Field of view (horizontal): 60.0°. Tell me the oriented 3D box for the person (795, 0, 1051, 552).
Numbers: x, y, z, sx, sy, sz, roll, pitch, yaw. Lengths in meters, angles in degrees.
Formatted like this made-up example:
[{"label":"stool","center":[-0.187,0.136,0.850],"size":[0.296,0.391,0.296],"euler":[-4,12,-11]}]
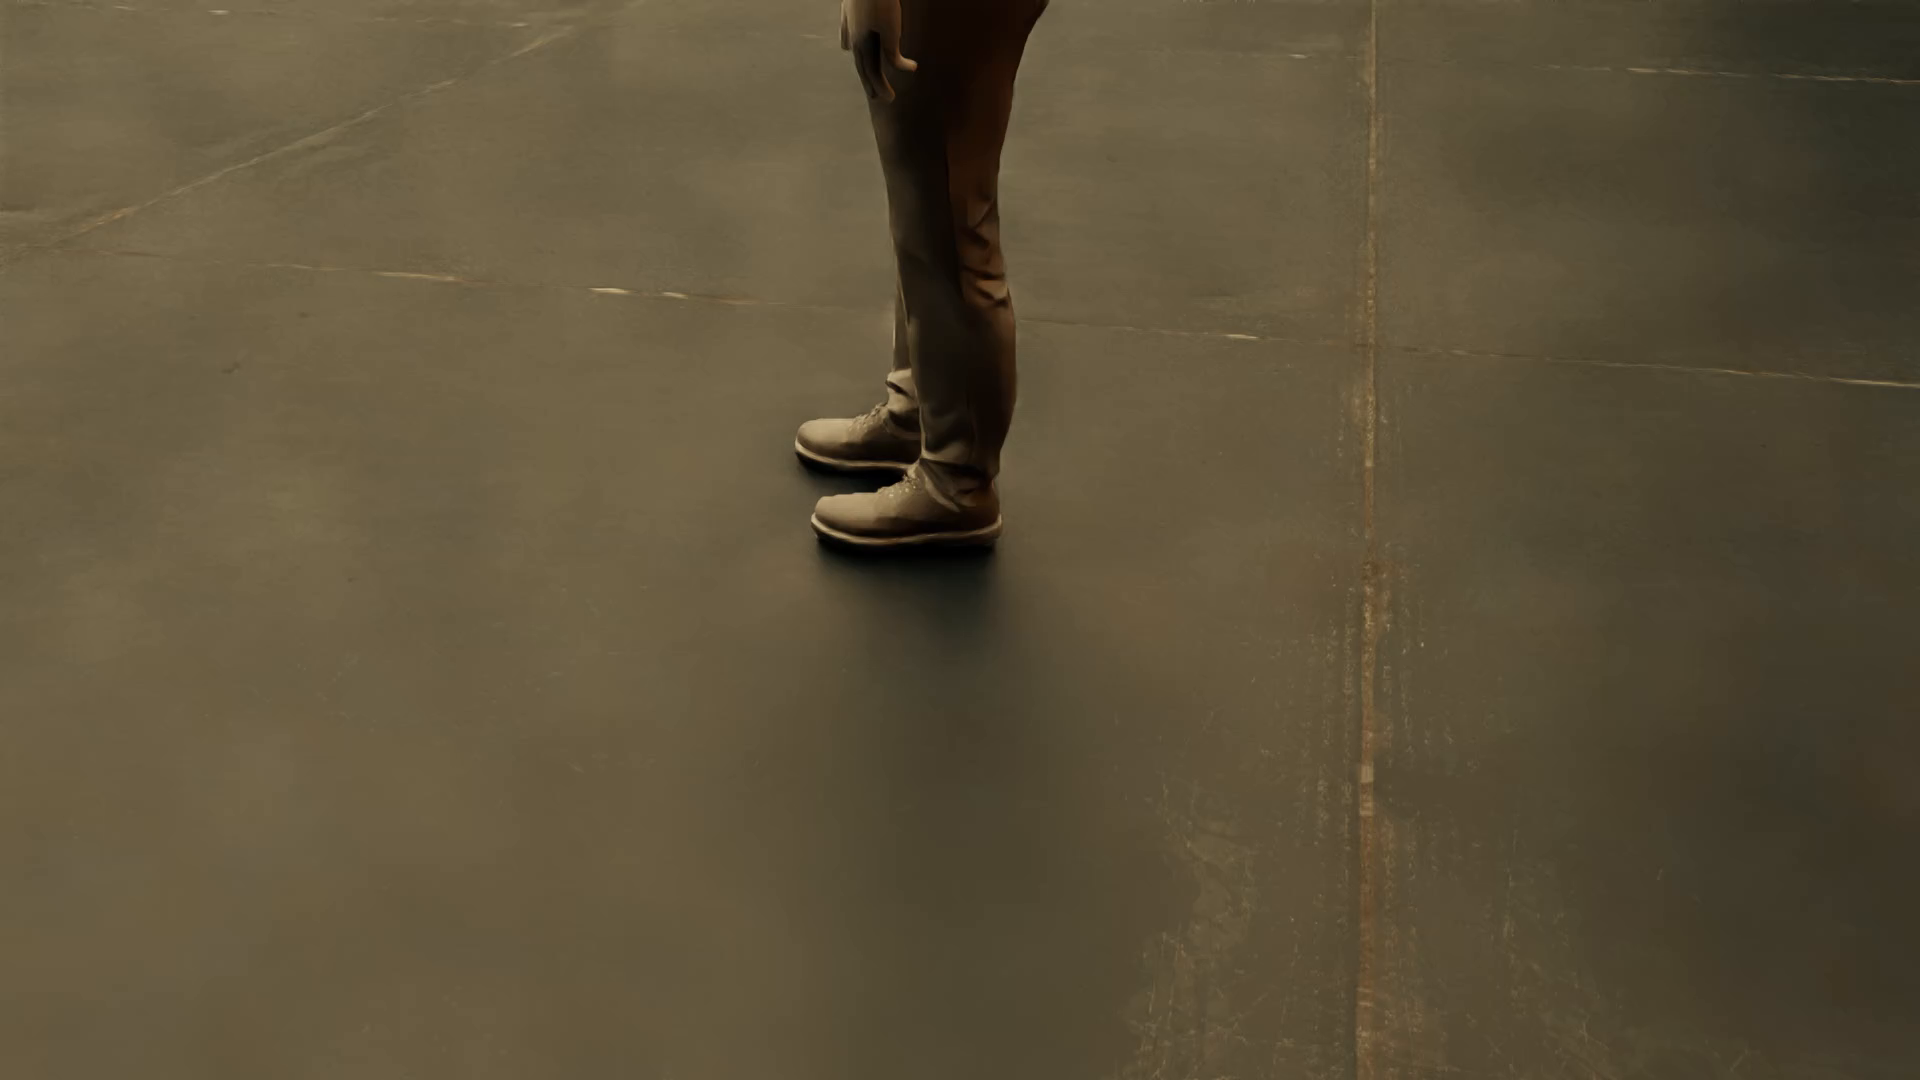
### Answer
[{"label":"person","center":[-0.064,-0.773,2.135],"size":[0.532,1.695,0.586],"euler":[6,27,11]}]
